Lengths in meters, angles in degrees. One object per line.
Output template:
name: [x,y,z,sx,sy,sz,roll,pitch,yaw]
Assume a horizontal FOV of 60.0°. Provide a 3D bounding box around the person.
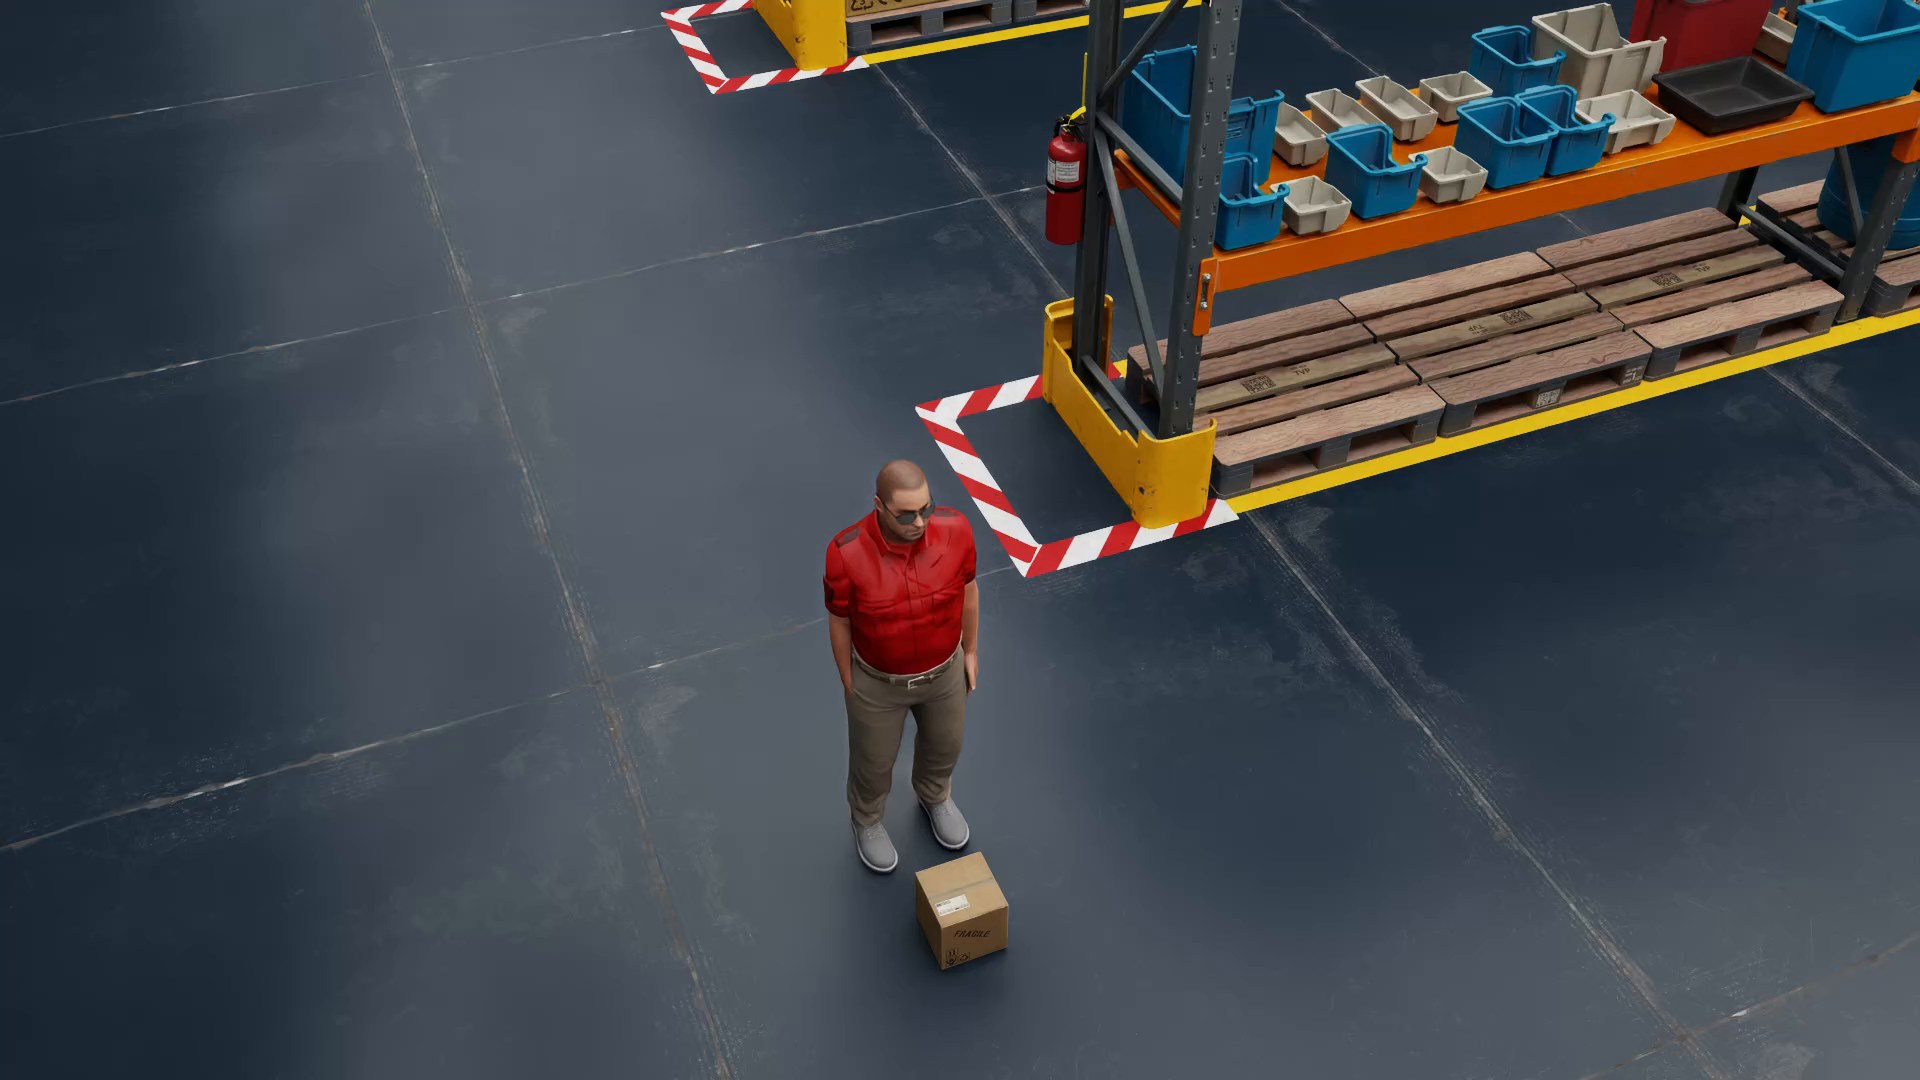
person: [-0.168,0.444,5.677,0.527,1.724,0.360,-14,43,-16]
